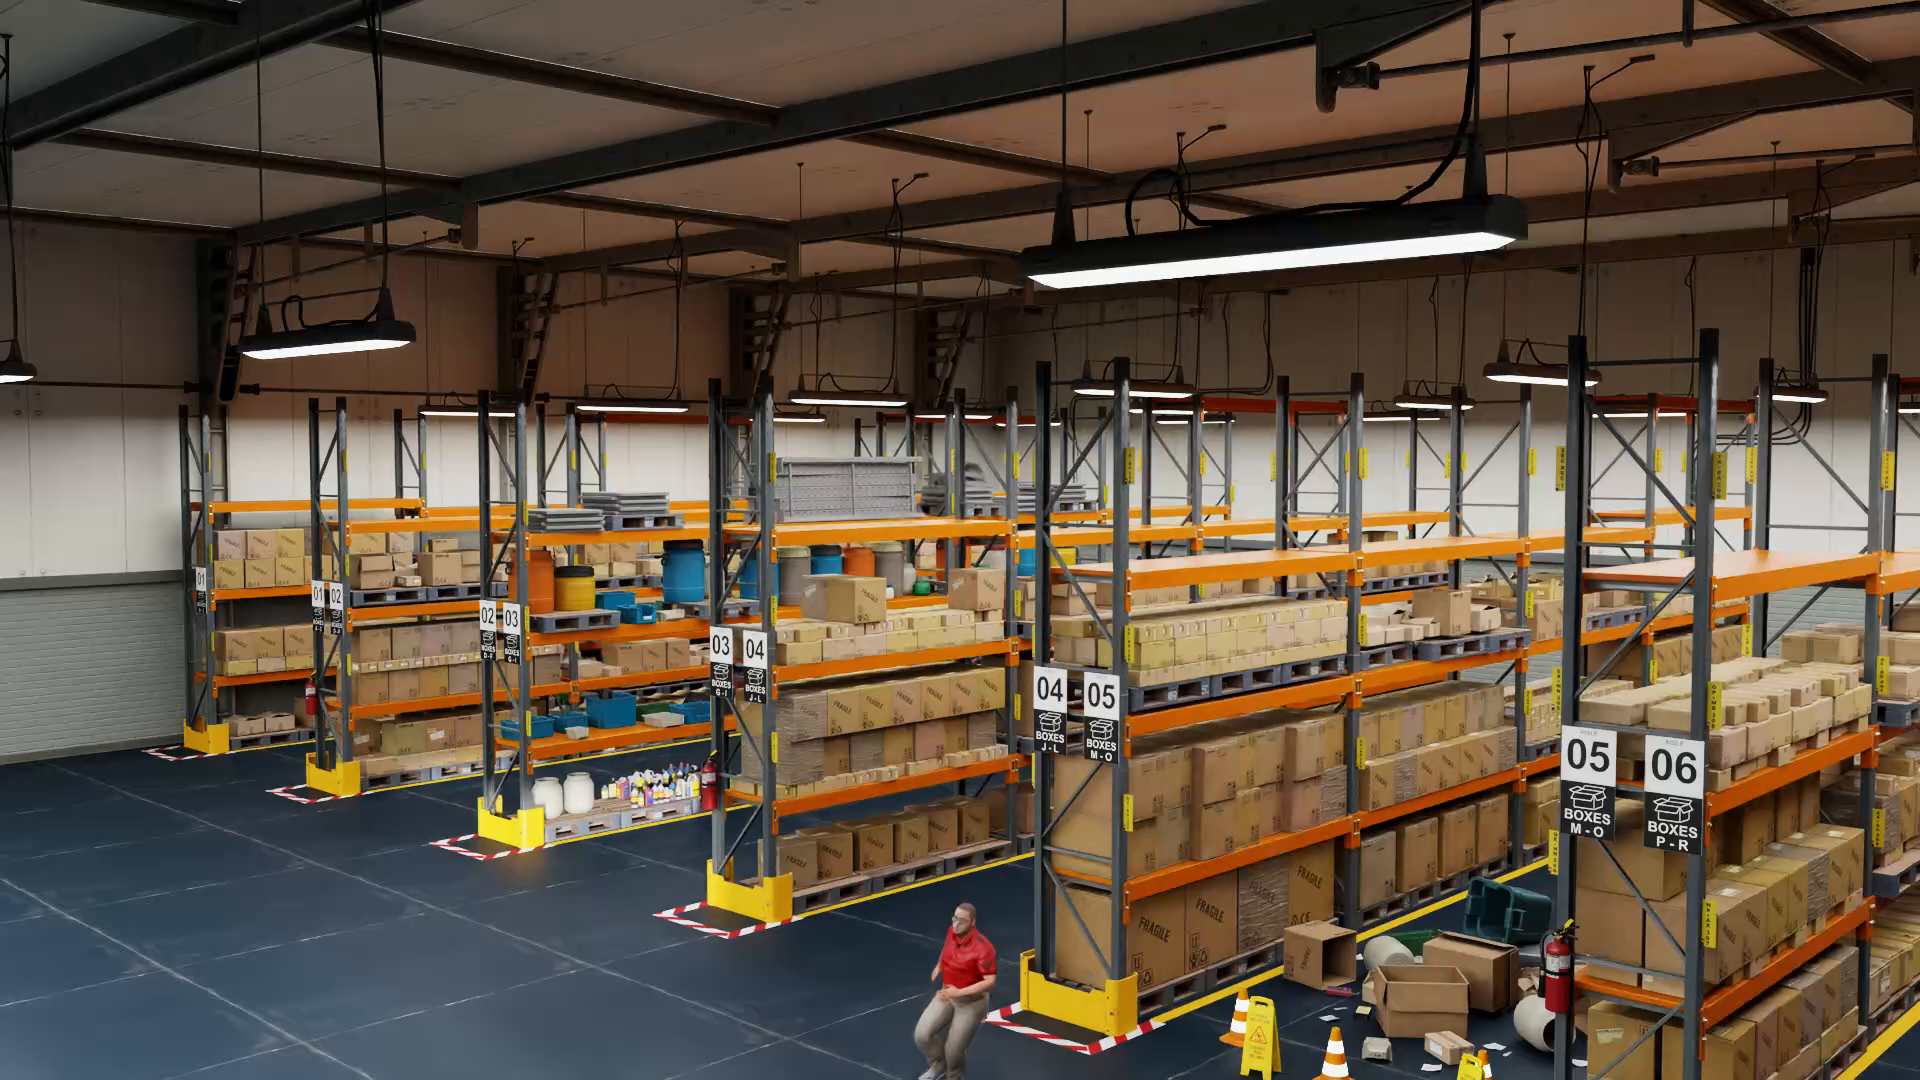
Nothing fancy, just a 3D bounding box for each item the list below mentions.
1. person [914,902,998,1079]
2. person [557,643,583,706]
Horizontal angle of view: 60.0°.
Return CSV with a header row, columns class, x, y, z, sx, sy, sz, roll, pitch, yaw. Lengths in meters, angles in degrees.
class,x,y,z,sx,sy,sz,roll,pitch,yaw
person,-0.043,3.667,13.183,0.834,1.644,0.715,2,4,32
person,-7.301,2.664,31.160,0.643,1.735,0.677,1,3,24
